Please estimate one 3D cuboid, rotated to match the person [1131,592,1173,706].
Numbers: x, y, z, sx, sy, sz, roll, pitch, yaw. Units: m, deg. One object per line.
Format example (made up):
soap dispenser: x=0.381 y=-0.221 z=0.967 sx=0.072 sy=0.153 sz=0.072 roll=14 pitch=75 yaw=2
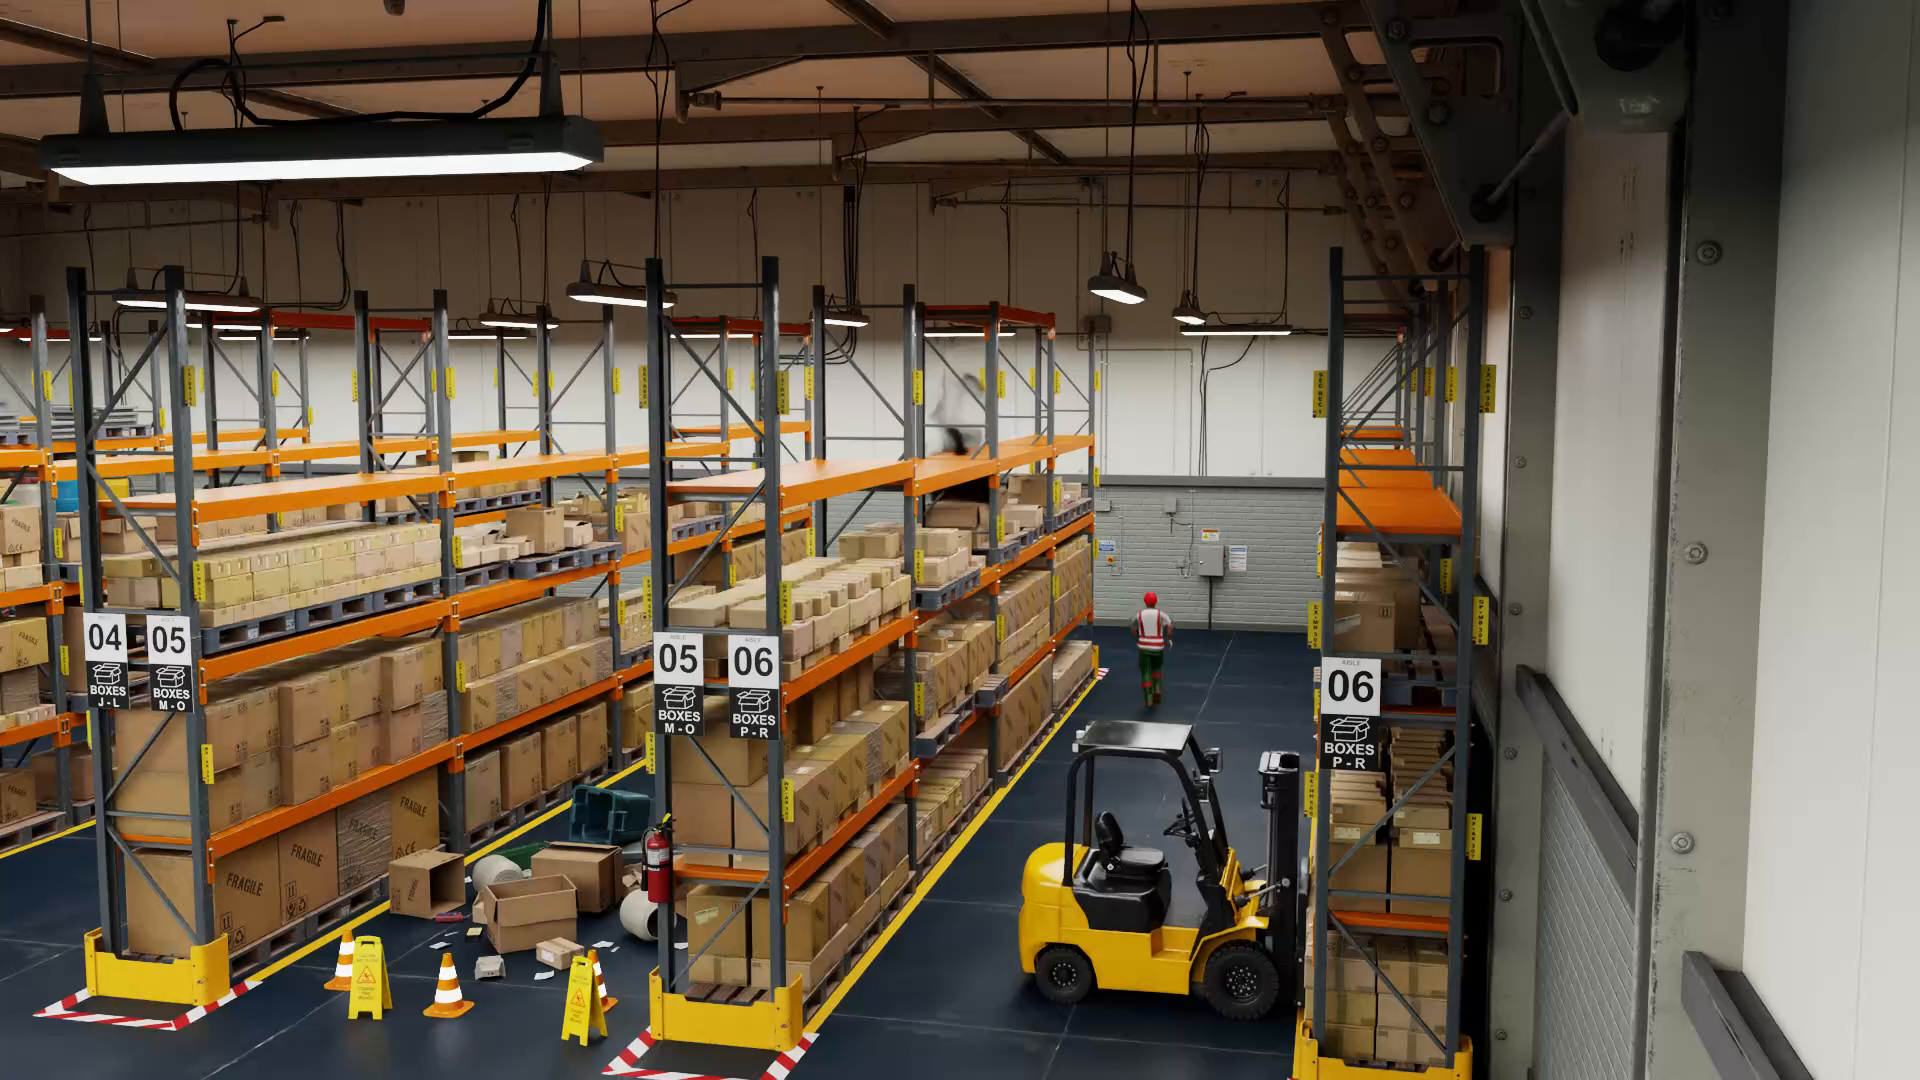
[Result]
person: x=2.960 y=1.675 z=25.729 sx=0.641 sy=1.775 sz=0.690 roll=0 pitch=6 yaw=2
